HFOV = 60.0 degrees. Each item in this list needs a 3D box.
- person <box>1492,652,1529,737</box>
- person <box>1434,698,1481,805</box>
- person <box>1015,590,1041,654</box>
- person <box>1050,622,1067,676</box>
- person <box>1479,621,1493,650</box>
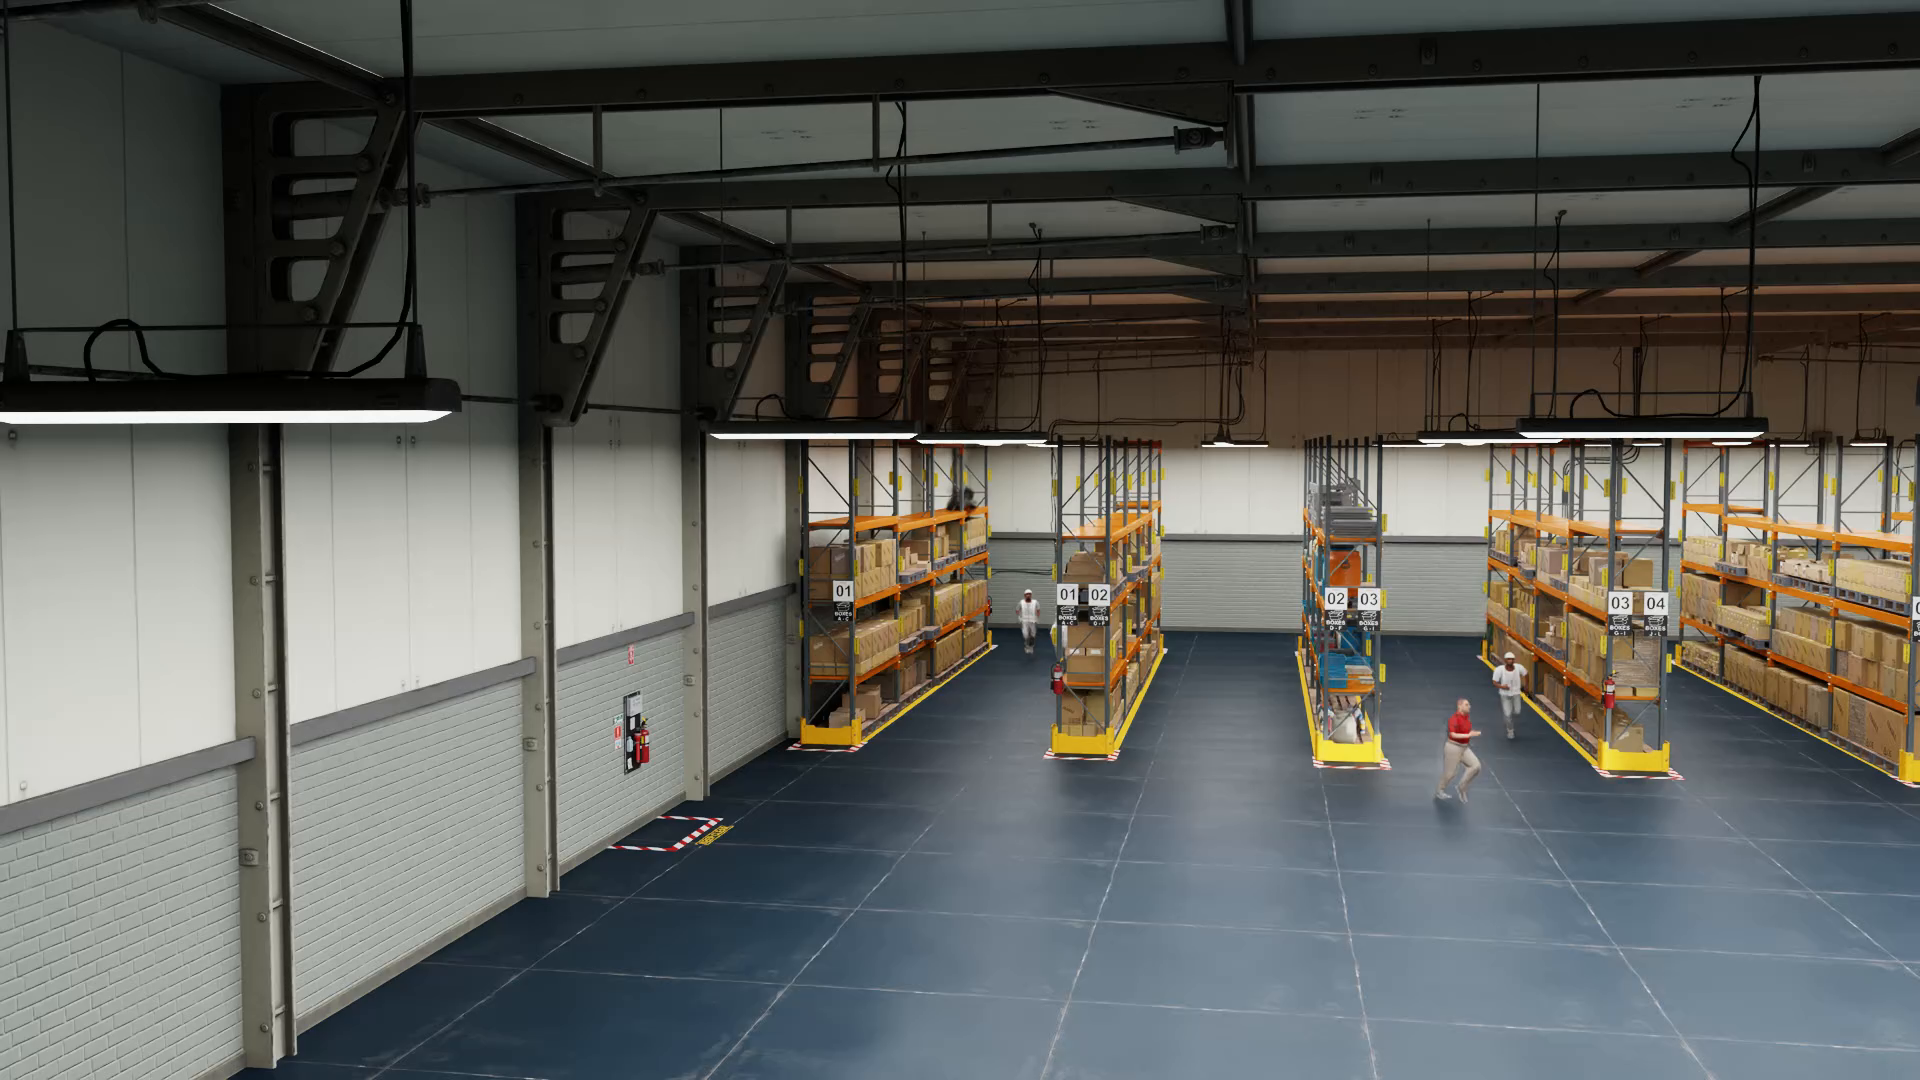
[{"bbox_3d":[10.978,3.083,33.101,0.748,1.711,0.654,0,3,6],"label":"person"},{"bbox_3d":[8.065,3.414,26.910,0.837,1.733,0.692,3,4,45],"label":"person"},{"bbox_3d":[1.826,2.200,44.505,0.678,1.742,0.581,0,3,-1],"label":"person"},{"bbox_3d":[2.532,2.608,40.789,0.648,1.749,0.621,0,3,3],"label":"person"},{"bbox_3d":[15.024,2.307,46.736,0.845,1.836,0.601,3,4,43],"label":"person"}]
